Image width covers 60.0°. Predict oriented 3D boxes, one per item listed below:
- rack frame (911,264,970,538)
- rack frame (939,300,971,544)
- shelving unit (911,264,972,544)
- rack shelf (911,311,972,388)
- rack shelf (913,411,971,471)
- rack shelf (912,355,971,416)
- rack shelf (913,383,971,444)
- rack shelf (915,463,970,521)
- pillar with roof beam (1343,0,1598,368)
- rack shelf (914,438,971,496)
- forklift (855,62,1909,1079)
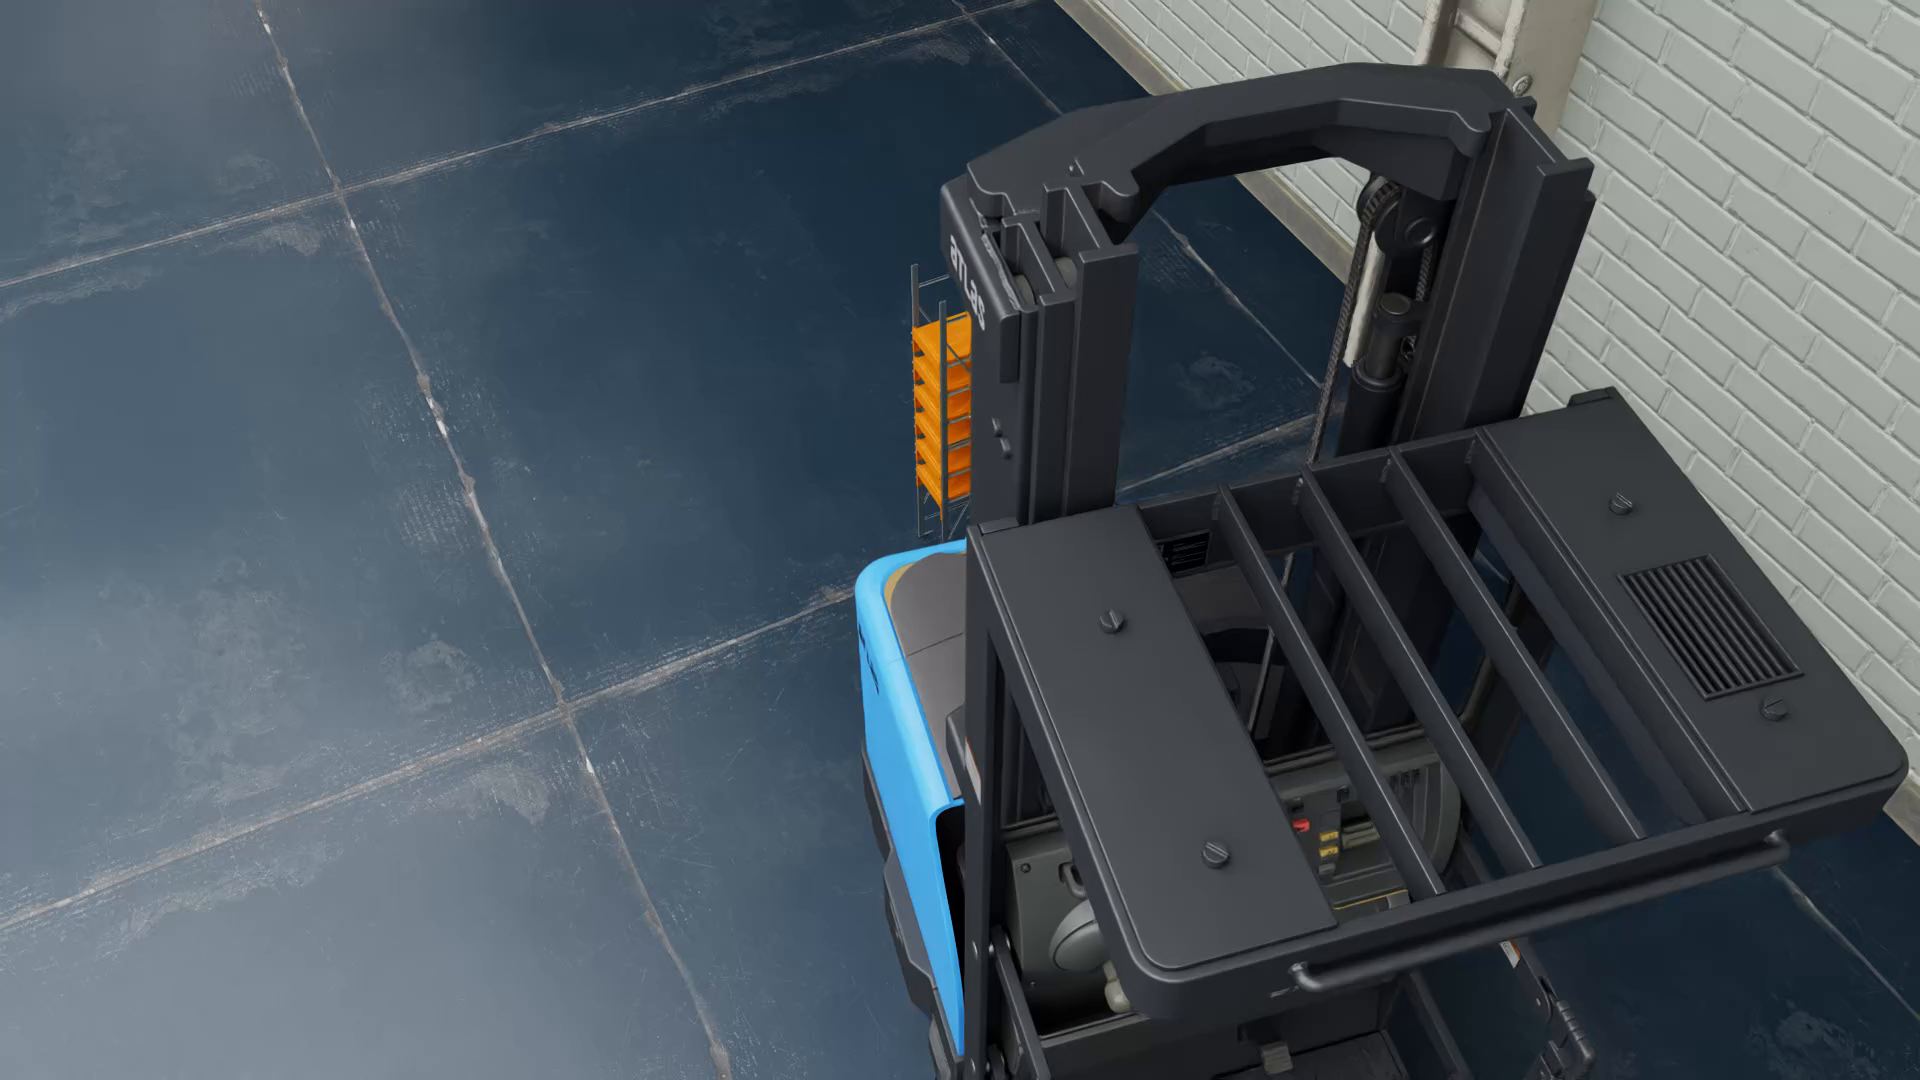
[{"bbox_3d":[-0.035,-0.447,5.343,0.240,1.200,0.006,-21,52,-18],"label":"rack frame"},{"bbox_3d":[0.049,-0.324,5.236,0.240,1.200,0.006,-21,52,-18],"label":"rack frame"},{"bbox_3d":[0.007,-0.385,5.290,0.258,1.200,0.189,-21,52,-18],"label":"shelving unit"},{"bbox_3d":[0.007,-0.593,5.052,0.258,0.103,0.180,-21,52,-18],"label":"rack shelf"},{"bbox_3d":[0.007,-0.356,5.323,0.258,0.103,0.180,-21,52,-18],"label":"rack shelf"},{"bbox_3d":[0.007,-0.514,5.143,0.258,0.103,0.180,-21,52,-18],"label":"rack shelf"},{"bbox_3d":[0.007,-0.435,5.233,0.258,0.103,0.180,-21,52,-18],"label":"rack shelf"},{"bbox_3d":[0.007,-0.198,5.504,0.258,0.103,0.180,-21,52,-18],"label":"rack shelf"},{"bbox_3d":[-2.141,-2.089,1.599,9.100,9.000,0.400,-21,52,-18],"label":"pillar with roof beam"},{"bbox_3d":[0.007,-0.277,5.414,0.258,0.103,0.180,-21,52,-18],"label":"rack shelf"},{"bbox_3d":[0.614,0.764,3.135,1.130,2.935,3.031,-12,50,-11],"label":"forklift"}]
